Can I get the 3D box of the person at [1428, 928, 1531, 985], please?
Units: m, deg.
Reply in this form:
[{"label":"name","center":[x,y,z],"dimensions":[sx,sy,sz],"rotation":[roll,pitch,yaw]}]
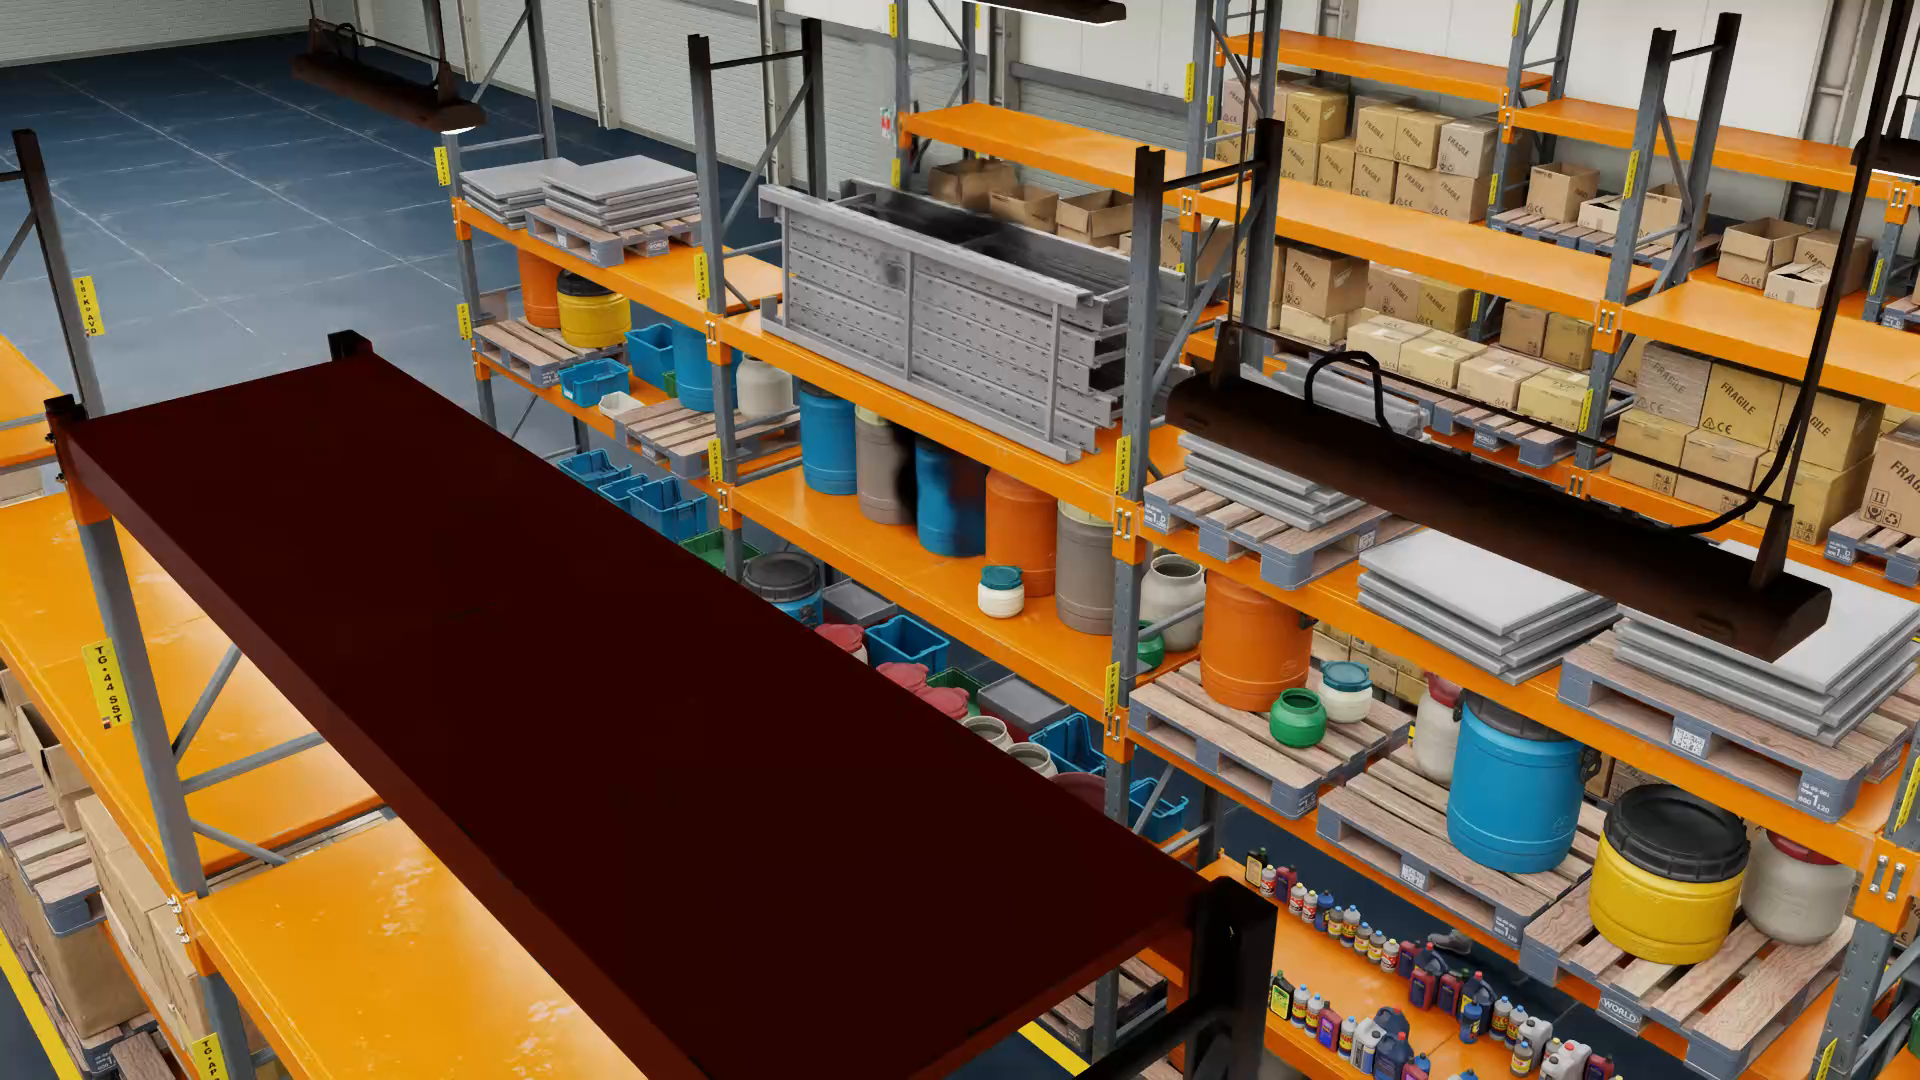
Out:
[{"label":"person","center":[3.678,2.257,11.295],"dimensions":[0.855,1.644,0.610],"rotation":[22,34,36]}]
